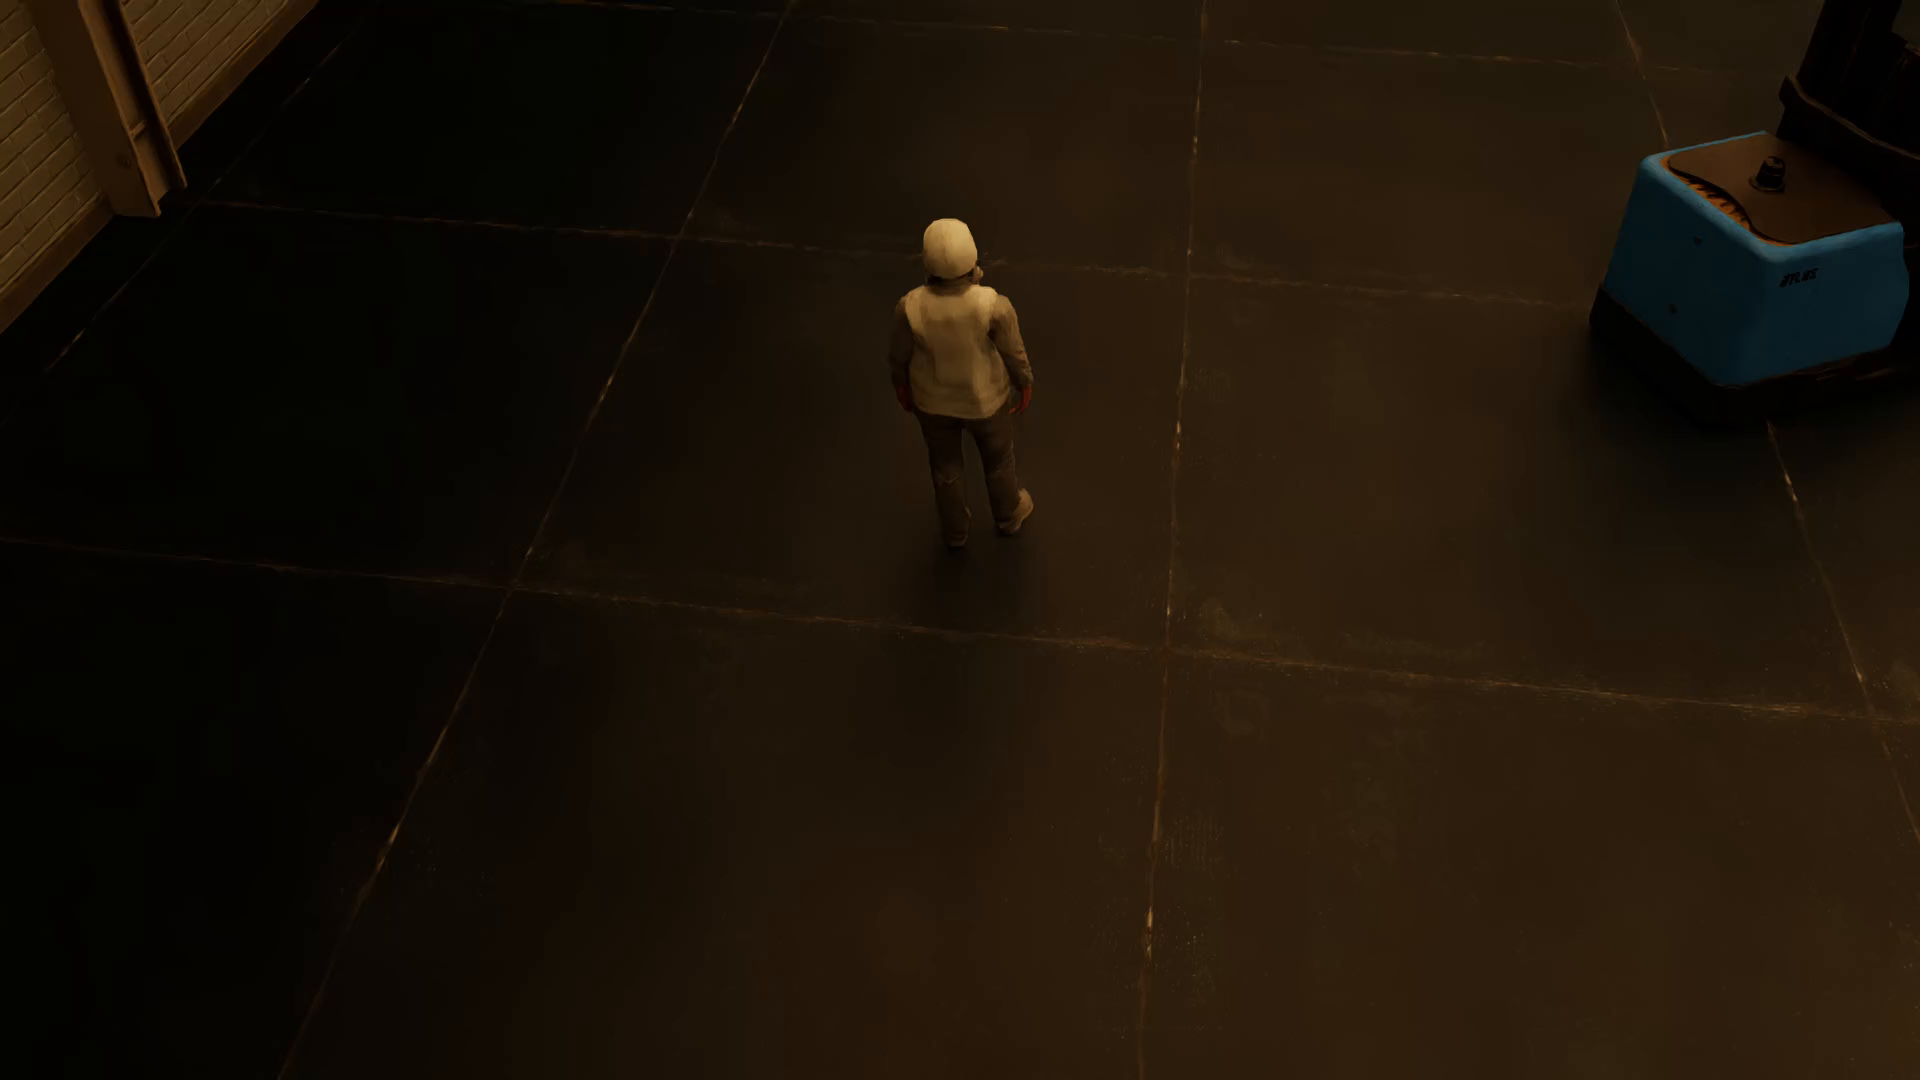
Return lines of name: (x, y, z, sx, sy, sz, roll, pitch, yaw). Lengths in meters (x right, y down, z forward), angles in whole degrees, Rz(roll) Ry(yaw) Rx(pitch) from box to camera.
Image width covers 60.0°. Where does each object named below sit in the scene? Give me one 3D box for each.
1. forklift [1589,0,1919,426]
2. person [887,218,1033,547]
forklift: (5.005, -2.279, 8.206, 3.031, 2.935, 1.130, -14, 44, -15)
person: (0.016, -0.700, 7.331, 0.632, 1.773, 0.567, 5, 43, 6)
